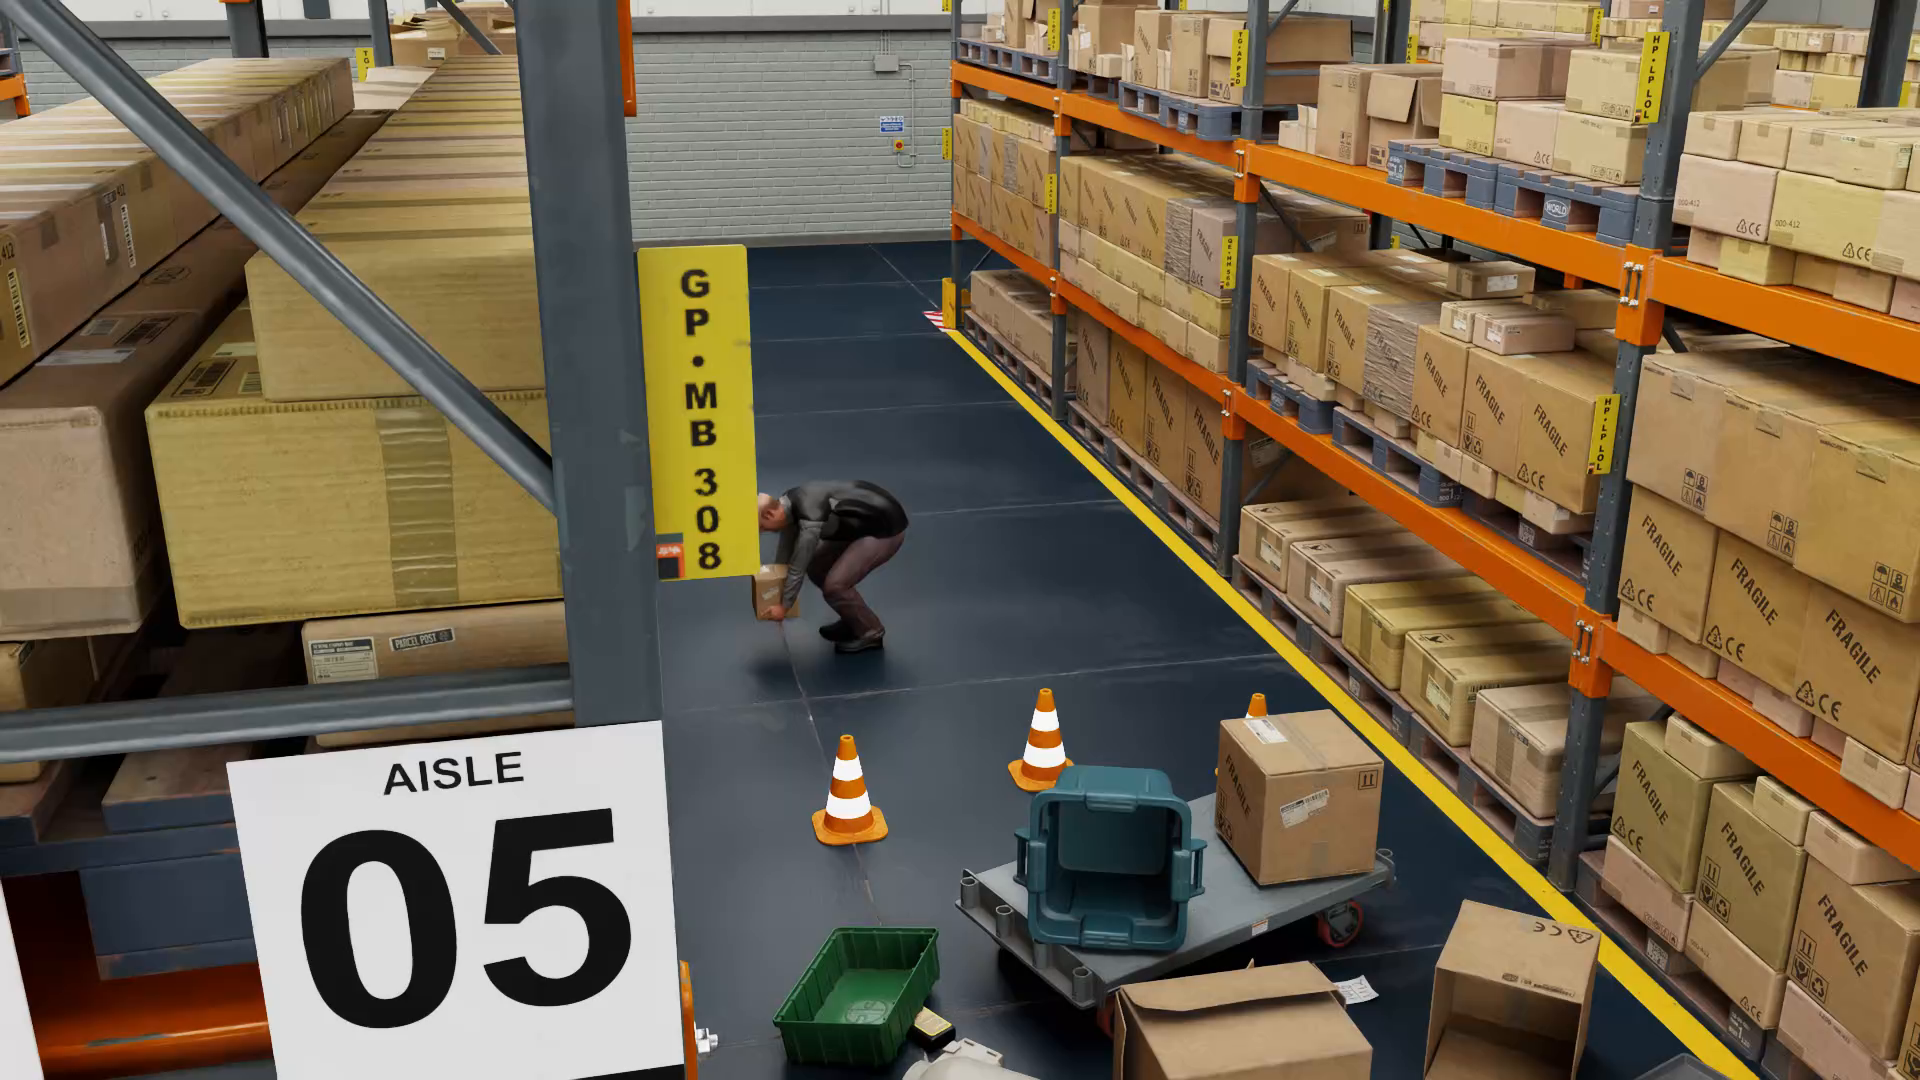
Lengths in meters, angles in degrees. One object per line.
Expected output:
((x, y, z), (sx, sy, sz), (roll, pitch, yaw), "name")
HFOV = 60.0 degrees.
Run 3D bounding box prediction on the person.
((-0.781, 0.141, 9.778), (0.949, 1.008, 0.490), (-5, 20, -15), "person")
